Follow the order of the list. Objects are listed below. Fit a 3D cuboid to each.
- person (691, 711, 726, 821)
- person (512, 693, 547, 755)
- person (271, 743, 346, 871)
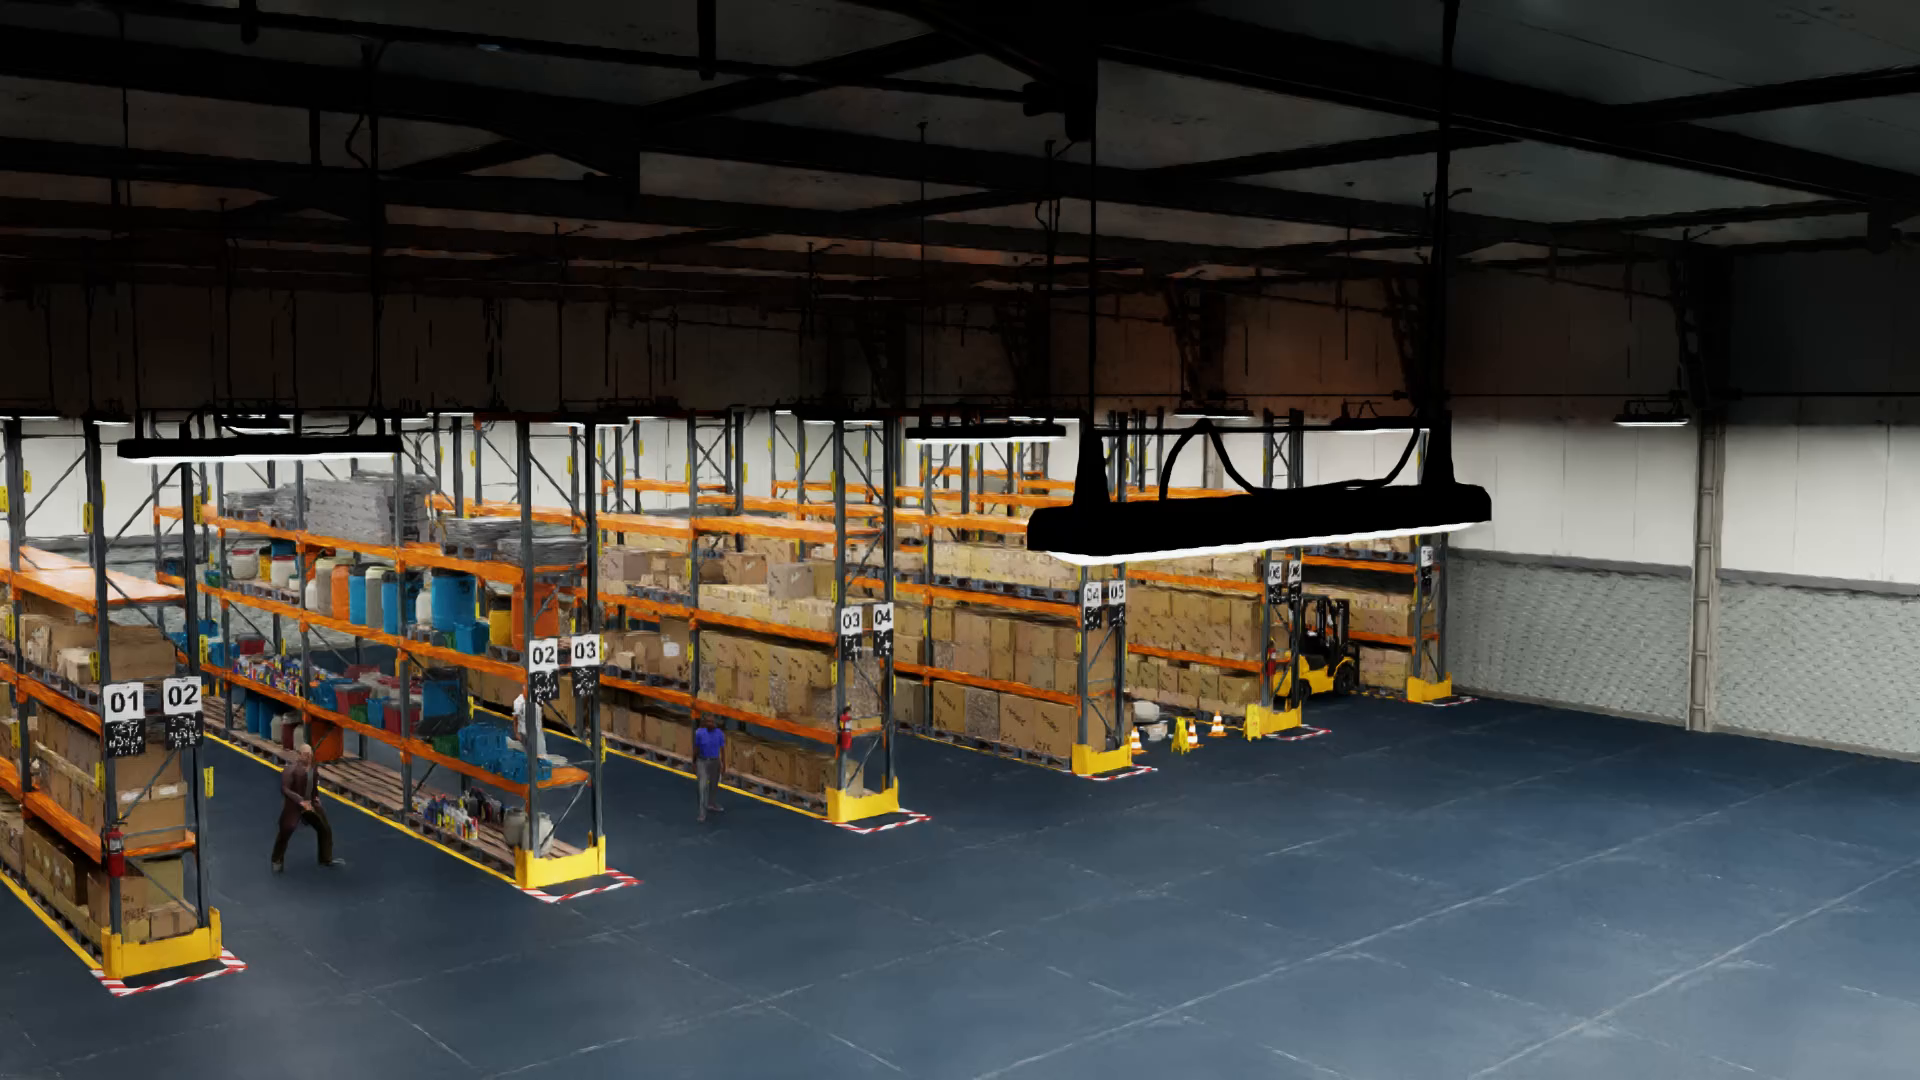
[{"bbox_3d":[-3.751,3.349,24.871,0.492,1.594,0.934,-2,5,-17],"label":"person"},{"bbox_3d":[-7.048,3.090,27.198,0.542,1.675,1.126,-4,6,-38],"label":"person"},{"bbox_3d":[-8.751,3.527,22.075,0.904,1.712,0.735,3,6,32],"label":"person"}]
